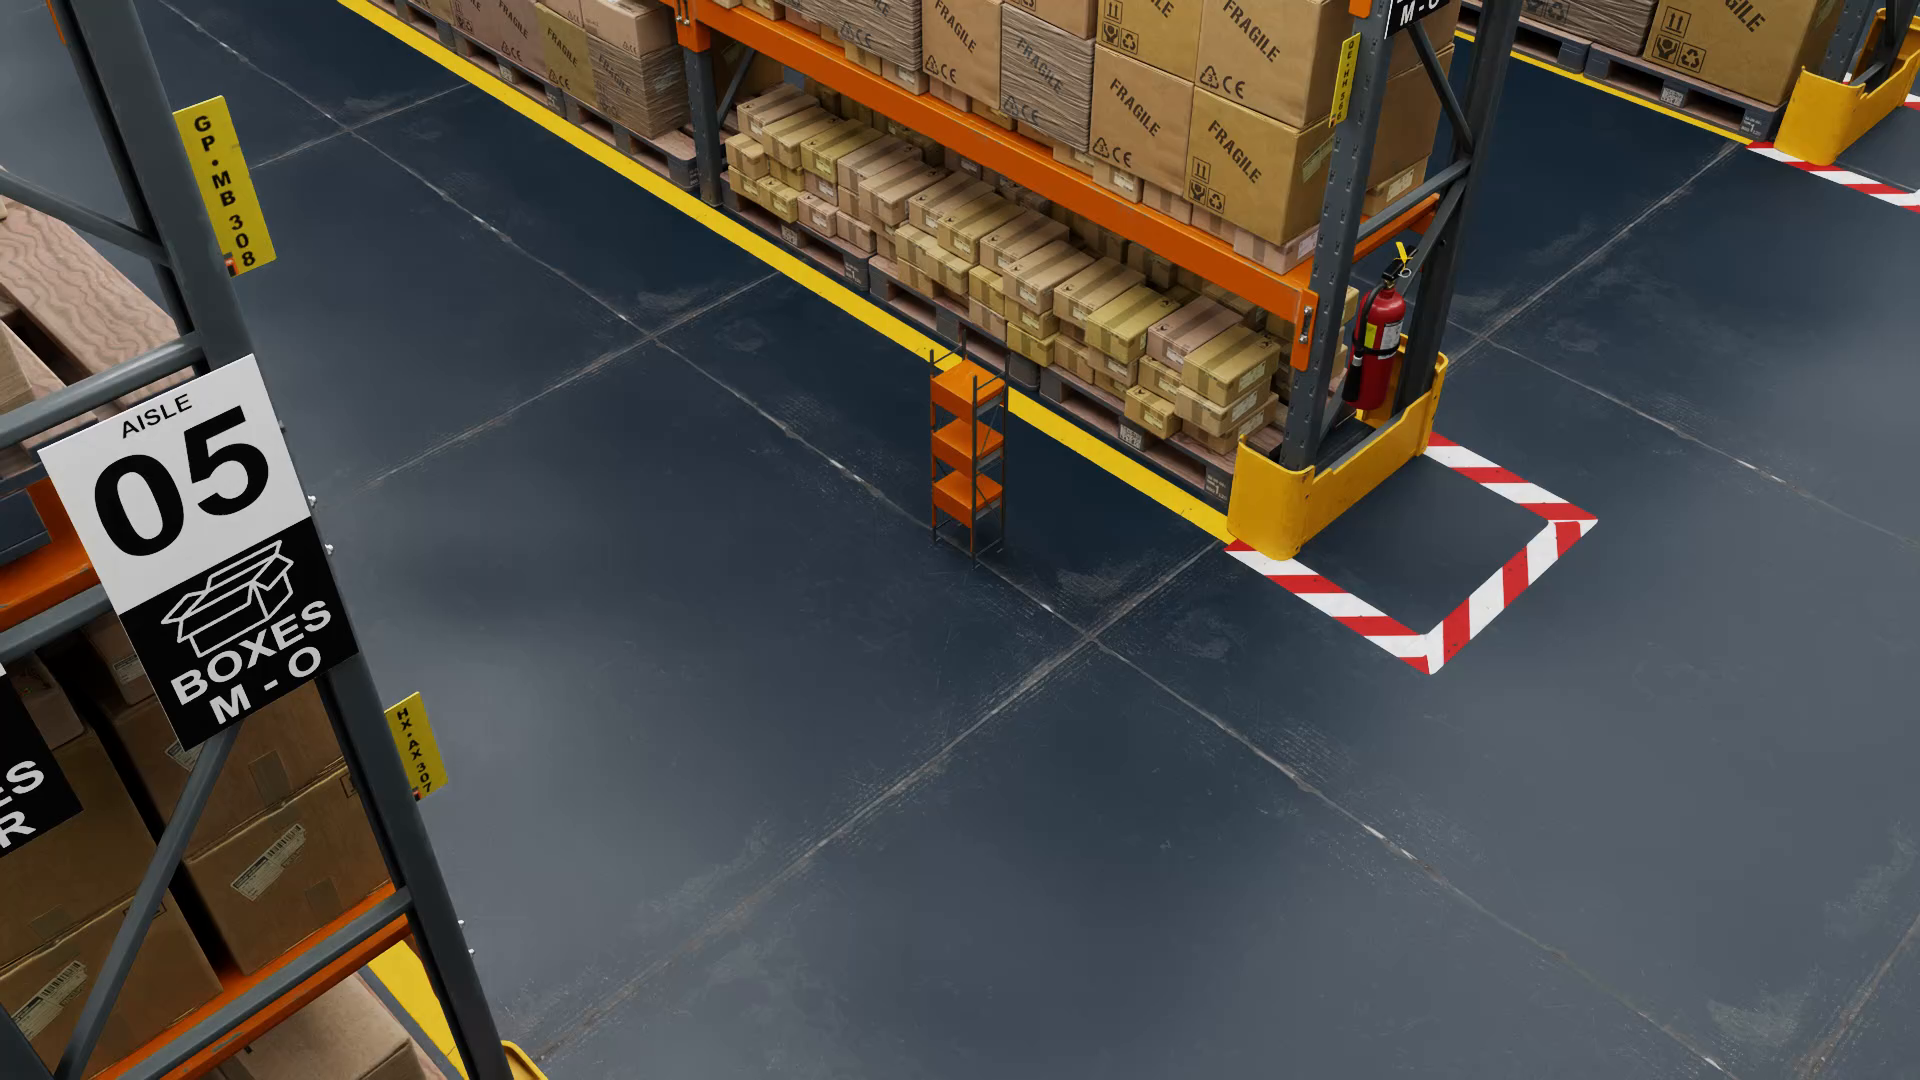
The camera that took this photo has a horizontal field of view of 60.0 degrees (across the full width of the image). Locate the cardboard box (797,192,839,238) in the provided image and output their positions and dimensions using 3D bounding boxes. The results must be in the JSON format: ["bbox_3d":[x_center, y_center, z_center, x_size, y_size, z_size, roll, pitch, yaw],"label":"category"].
[{"bbox_3d":[-0.645,-1.795,8.891,0.250,0.149,0.380,34,52,31],"label":"cardboard box"}]

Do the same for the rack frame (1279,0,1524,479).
[{"bbox_3d":[1.750,-1.317,6.582,1.000,3.000,0.127,-34,53,-31],"label":"rack frame"}]

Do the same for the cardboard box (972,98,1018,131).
[{"bbox_3d":[0.273,-2.027,7.536,0.380,0.149,0.250,-33,52,-31],"label":"cardboard box"}]

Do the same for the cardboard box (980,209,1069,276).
[{"bbox_3d":[0.312,-1.424,8.052,0.250,0.149,0.380,32,52,30],"label":"cardboard box"}]

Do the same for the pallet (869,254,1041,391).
[{"bbox_3d":[0.290,-1.323,8.643,1.003,0.211,1.213,-34,53,-31],"label":"pallet"}]

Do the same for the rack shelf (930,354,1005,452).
[{"bbox_3d":[0.038,-0.561,6.798,0.215,0.259,0.240,-34,53,-31],"label":"rack shelf"}]

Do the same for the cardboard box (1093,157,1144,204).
[{"bbox_3d":[0.786,-1.608,7.083,0.380,0.149,0.250,-33,52,-30],"label":"cardboard box"}]

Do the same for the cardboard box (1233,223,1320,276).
[{"bbox_3d":[1.320,-1.246,6.691,0.380,0.149,0.250,-34,53,-31],"label":"cardboard box"}]

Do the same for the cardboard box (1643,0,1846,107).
[{"bbox_3d":[4.825,-3.289,9.972,0.875,0.875,0.875,-34,53,-31],"label":"cardboard box"}]

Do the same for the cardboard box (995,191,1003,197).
[{"bbox_3d":[0.251,-1.793,8.670,0.250,0.149,0.380,32,51,30],"label":"cardboard box"}]

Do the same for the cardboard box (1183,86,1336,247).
[{"bbox_3d":[1.250,-1.556,6.548,0.500,0.500,0.500,-33,52,-31],"label":"cardboard box"}]

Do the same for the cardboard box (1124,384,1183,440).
[{"bbox_3d":[0.977,-0.652,7.654,0.380,0.149,0.250,-32,52,-30],"label":"cardboard box"}]

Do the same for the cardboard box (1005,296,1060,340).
[{"bbox_3d":[0.432,-1.142,7.965,0.380,0.149,0.250,-33,52,-31],"label":"cardboard box"}]

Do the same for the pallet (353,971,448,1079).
[{"bbox_3d":[-2.303,1.781,5.284,1.003,0.211,1.213,-34,53,-31],"label":"pallet"}]

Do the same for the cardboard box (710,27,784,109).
[{"bbox_3d":[-1.409,-2.957,9.890,0.500,0.500,0.500,-32,51,-30],"label":"cardboard box"}]

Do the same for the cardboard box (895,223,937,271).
[{"bbox_3d":[-0.106,-1.523,8.378,0.250,0.149,0.380,34,52,31],"label":"cardboard box"}]

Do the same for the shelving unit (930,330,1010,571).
[{"bbox_3d":[0.038,-0.360,6.983,0.215,1.050,0.252,-34,53,-31],"label":"shelving unit"}]

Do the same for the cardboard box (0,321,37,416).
[{"bbox_3d":[-2.065,-0.307,3.006,0.500,0.250,0.500,29,50,28],"label":"cardboard box"}]

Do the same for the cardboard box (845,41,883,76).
[{"bbox_3d":[-0.326,-2.376,7.914,0.380,0.149,0.250,-33,52,-31],"label":"cardboard box"}]

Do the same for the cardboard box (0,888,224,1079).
[{"bbox_3d":[-2.211,0.962,4.042,0.500,0.500,0.500,-34,52,-31],"label":"cardboard box"}]

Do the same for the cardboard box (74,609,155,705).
[{"bbox_3d":[-1.738,0.158,3.697,0.380,0.149,0.250,-33,52,-30],"label":"cardboard box"}]

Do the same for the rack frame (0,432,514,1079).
[{"bbox_3d":[-1.683,1.104,3.963,1.000,3.000,0.127,-34,53,-31],"label":"rack frame"}]

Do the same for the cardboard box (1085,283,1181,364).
[{"bbox_3d":[0.787,-0.987,7.579,0.250,0.149,0.380,33,52,31],"label":"cardboard box"}]

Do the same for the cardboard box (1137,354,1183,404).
[{"bbox_3d":[1.029,-0.802,7.597,0.250,0.149,0.380,33,52,31],"label":"cardboard box"}]

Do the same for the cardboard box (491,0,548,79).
[{"bbox_3d":[-2.497,-3.205,10.158,0.500,0.500,0.500,33,52,31],"label":"cardboard box"}]

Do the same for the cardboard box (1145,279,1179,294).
[{"bbox_3d":[1.069,-1.317,8.155,0.380,0.149,0.250,-32,52,-30],"label":"cardboard box"}]

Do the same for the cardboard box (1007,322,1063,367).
[{"bbox_3d":[0.444,-1.025,8.058,0.250,0.149,0.380,32,51,30],"label":"cardboard box"}]

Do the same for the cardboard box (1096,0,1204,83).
[{"bbox_3d":[0.893,-2.174,6.481,0.500,0.500,0.500,32,52,30],"label":"cardboard box"}]

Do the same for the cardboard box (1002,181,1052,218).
[{"bbox_3d":[0.432,-1.755,8.409,0.380,0.149,0.250,-34,52,-31],"label":"cardboard box"}]

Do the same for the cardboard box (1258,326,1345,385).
[{"bbox_3d":[1.562,-0.908,7.712,0.380,0.149,0.250,-32,51,-30],"label":"cardboard box"}]

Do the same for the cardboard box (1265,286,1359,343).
[{"bbox_3d":[1.621,-1.057,7.654,0.250,0.149,0.380,32,51,30],"label":"cardboard box"}]

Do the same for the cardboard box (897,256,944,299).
[{"bbox_3d":[-0.100,-1.413,8.478,0.250,0.149,0.380,33,52,30],"label":"cardboard box"}]

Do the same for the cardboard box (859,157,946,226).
[{"bbox_3d":[-0.290,-1.765,8.421,0.380,0.149,0.250,-33,52,-30],"label":"cardboard box"}]

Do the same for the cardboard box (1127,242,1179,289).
[{"bbox_3d":[1.020,-1.394,8.019,0.250,0.149,0.380,32,51,30],"label":"cardboard box"}]

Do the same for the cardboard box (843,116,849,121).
[{"bbox_3d":[-0.427,-2.332,9.253,0.250,0.149,0.380,32,51,30],"label":"cardboard box"}]

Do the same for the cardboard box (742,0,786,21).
[{"bbox_3d":[-0.871,-2.765,8.335,0.380,0.149,0.250,-33,52,-30],"label":"cardboard box"}]

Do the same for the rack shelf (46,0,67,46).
[{"bbox_3d":[-3.096,-1.649,3.346,1.077,0.370,4.000,-34,53,-31],"label":"rack shelf"}]

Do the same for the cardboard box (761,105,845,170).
[{"bbox_3d":[-0.826,-2.139,8.825,0.380,0.149,0.250,-31,51,-29],"label":"cardboard box"}]

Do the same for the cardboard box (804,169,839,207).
[{"bbox_3d":[-0.606,-1.950,8.839,0.250,0.149,0.380,34,52,31],"label":"cardboard box"}]

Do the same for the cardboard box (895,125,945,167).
[{"bbox_3d":[-0.122,-2.137,8.822,0.380,0.149,0.250,-32,52,-30],"label":"cardboard box"}]

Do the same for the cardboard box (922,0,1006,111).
[{"bbox_3d":[0.181,-2.289,7.342,0.500,0.500,0.500,-31,51,-29],"label":"cardboard box"}]

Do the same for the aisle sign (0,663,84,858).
[{"bbox_3d":[-1.852,0.332,2.882,0.394,0.787,0.004,-34,53,-31],"label":"aisle sign"}]

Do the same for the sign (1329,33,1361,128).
[{"bbox_3d":[1.343,-1.602,5.805,0.100,0.325,0.005,-34,53,-31],"label":"sign"}]

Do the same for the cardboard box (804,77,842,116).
[{"bbox_3d":[-0.639,-2.519,9.236,0.380,0.149,0.250,-33,52,-30],"label":"cardboard box"}]

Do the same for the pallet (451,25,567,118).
[{"bbox_3d":[-2.491,-3.175,10.647,1.003,0.211,1.213,-34,53,-31],"label":"pallet"}]

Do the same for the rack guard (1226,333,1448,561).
[{"bbox_3d":[1.696,-0.436,7.470,1.175,0.500,0.348,-34,53,-31],"label":"rack guard"}]

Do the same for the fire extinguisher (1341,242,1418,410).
[{"bbox_3d":[1.601,-0.809,6.365,0.296,0.674,0.183,-34,53,-31],"label":"fire extinguisher"}]

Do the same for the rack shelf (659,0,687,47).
[{"bbox_3d":[-2.487,-3.936,9.947,1.077,0.370,4.000,-34,53,-31],"label":"rack shelf"}]

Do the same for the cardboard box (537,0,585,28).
[{"bbox_3d":[-2.133,-3.241,9.644,0.500,0.250,0.500,-32,51,-30],"label":"cardboard box"}]
